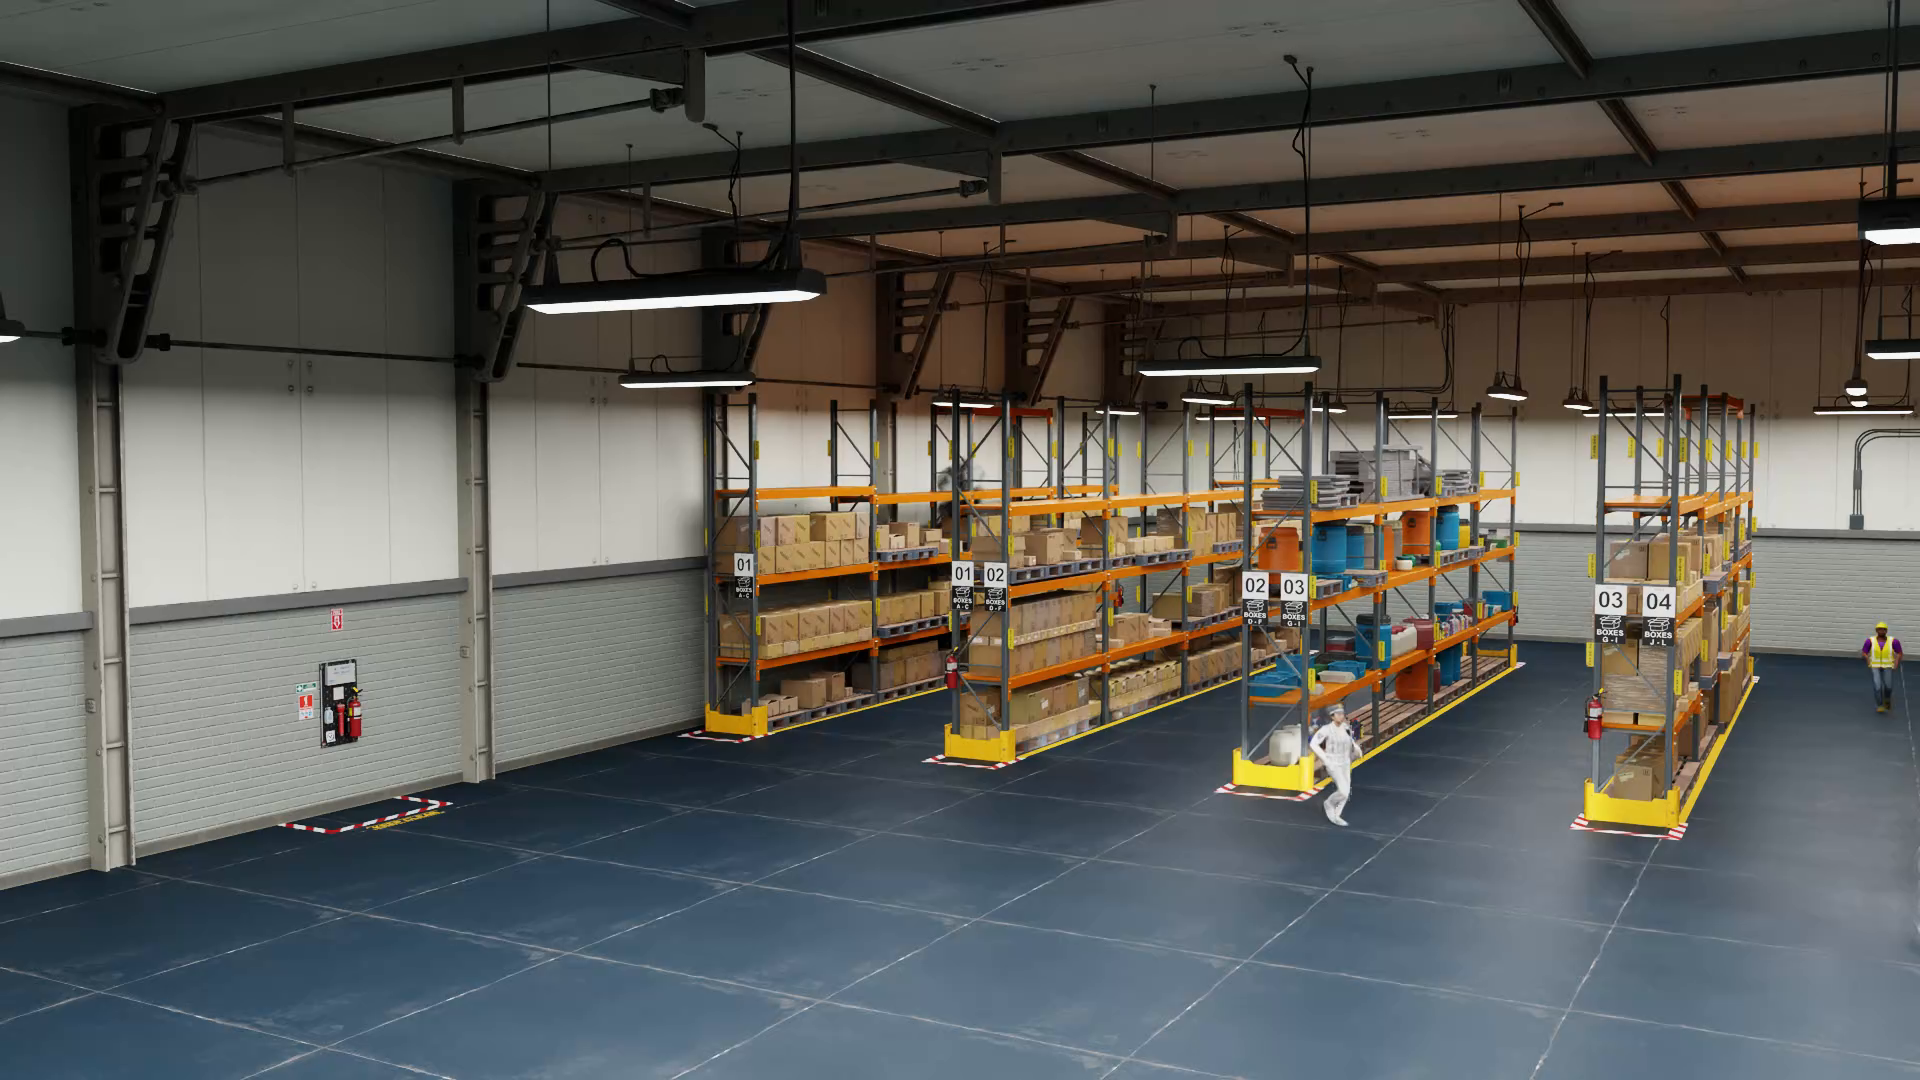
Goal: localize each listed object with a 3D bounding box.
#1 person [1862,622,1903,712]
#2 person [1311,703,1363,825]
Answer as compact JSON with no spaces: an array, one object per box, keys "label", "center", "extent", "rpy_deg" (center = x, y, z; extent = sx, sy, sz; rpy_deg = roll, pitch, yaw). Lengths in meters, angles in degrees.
[{"label":"person","center":[17.512,2.427,31.590],"extent":[0.674,1.721,0.569],"rpy_deg":[2,4,30]},{"label":"person","center":[5.037,2.989,22.085],"extent":[0.668,1.652,0.566],"rpy_deg":[-2,4,-33]}]
